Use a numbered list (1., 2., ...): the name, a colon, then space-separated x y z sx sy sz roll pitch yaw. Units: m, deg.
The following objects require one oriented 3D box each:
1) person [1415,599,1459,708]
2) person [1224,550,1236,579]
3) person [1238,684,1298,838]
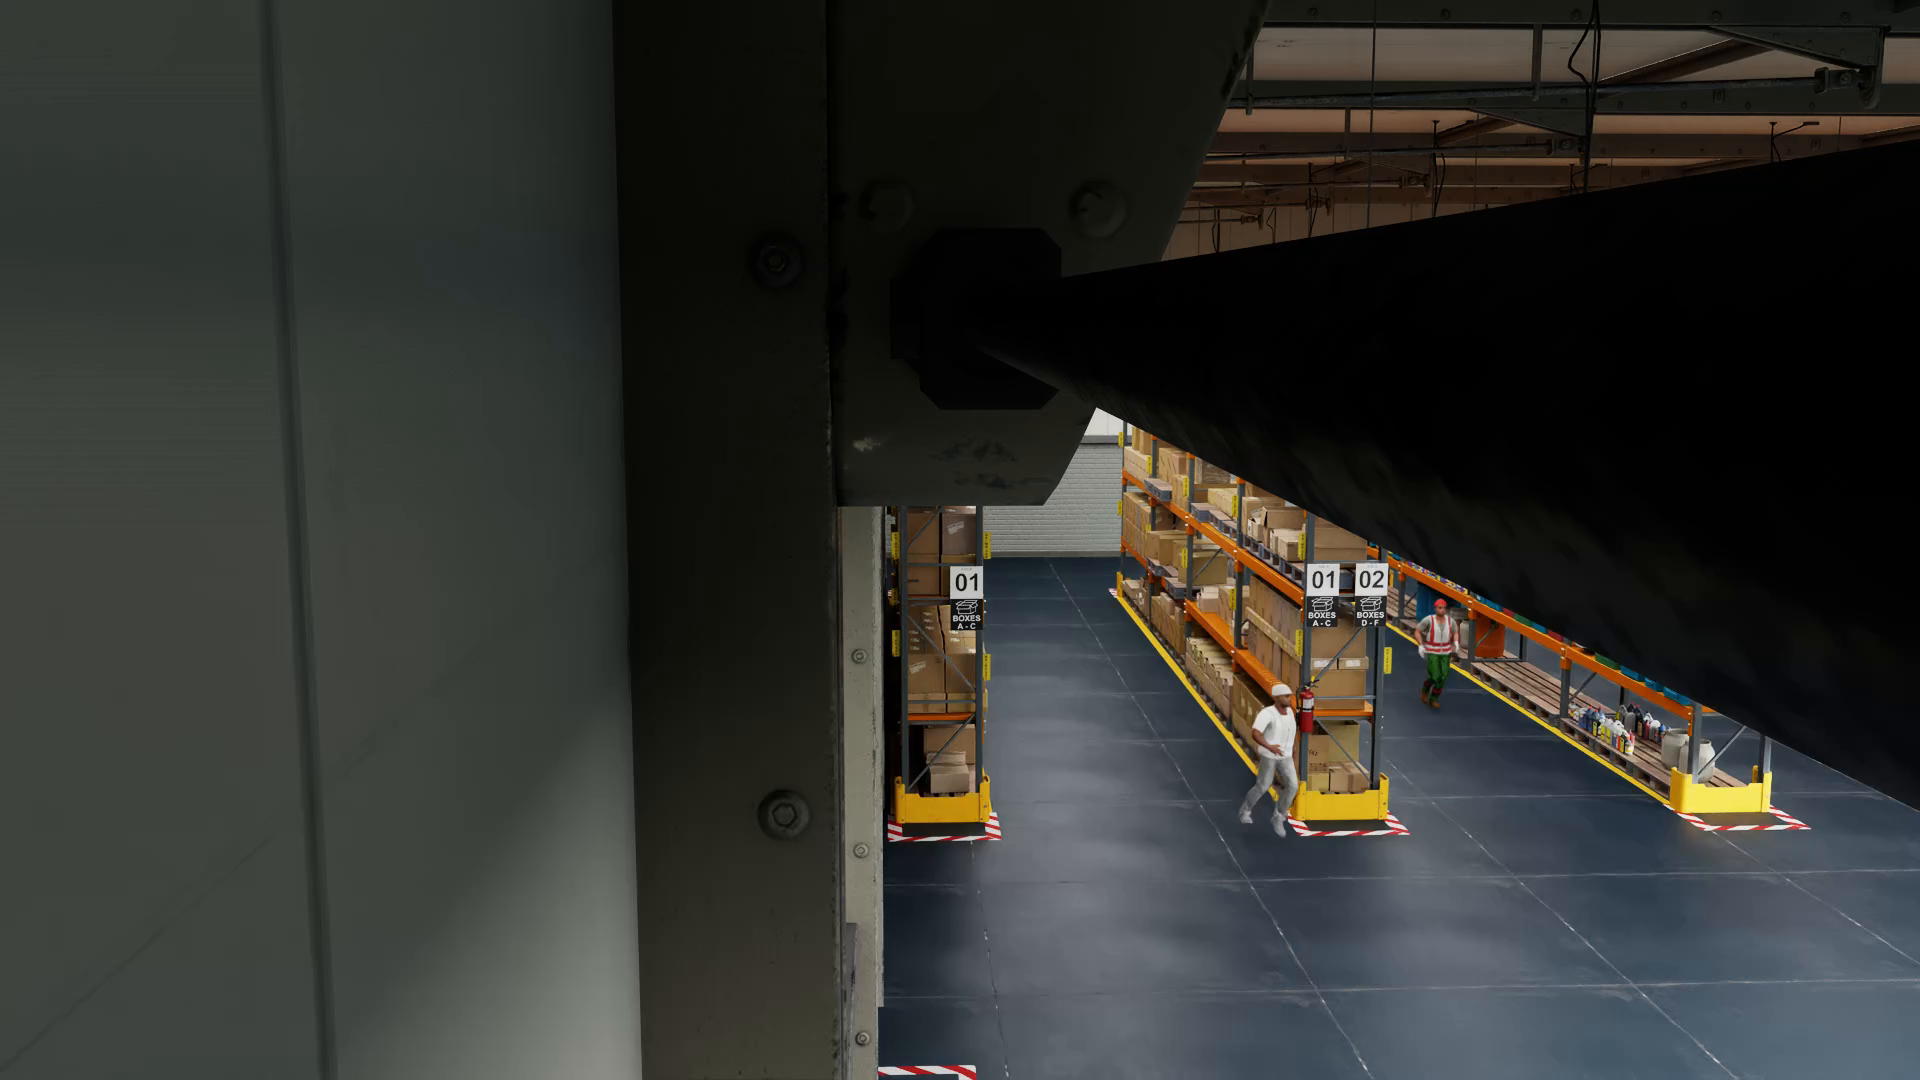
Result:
1. person: 7.553 1.788 26.200 0.668 1.744 0.583 -1 8 -7
2. person: 5.855 0.511 35.560 0.570 1.662 0.583 -2 8 -12
3. person: 3.771 2.594 19.845 0.762 1.782 0.686 -5 9 -31
